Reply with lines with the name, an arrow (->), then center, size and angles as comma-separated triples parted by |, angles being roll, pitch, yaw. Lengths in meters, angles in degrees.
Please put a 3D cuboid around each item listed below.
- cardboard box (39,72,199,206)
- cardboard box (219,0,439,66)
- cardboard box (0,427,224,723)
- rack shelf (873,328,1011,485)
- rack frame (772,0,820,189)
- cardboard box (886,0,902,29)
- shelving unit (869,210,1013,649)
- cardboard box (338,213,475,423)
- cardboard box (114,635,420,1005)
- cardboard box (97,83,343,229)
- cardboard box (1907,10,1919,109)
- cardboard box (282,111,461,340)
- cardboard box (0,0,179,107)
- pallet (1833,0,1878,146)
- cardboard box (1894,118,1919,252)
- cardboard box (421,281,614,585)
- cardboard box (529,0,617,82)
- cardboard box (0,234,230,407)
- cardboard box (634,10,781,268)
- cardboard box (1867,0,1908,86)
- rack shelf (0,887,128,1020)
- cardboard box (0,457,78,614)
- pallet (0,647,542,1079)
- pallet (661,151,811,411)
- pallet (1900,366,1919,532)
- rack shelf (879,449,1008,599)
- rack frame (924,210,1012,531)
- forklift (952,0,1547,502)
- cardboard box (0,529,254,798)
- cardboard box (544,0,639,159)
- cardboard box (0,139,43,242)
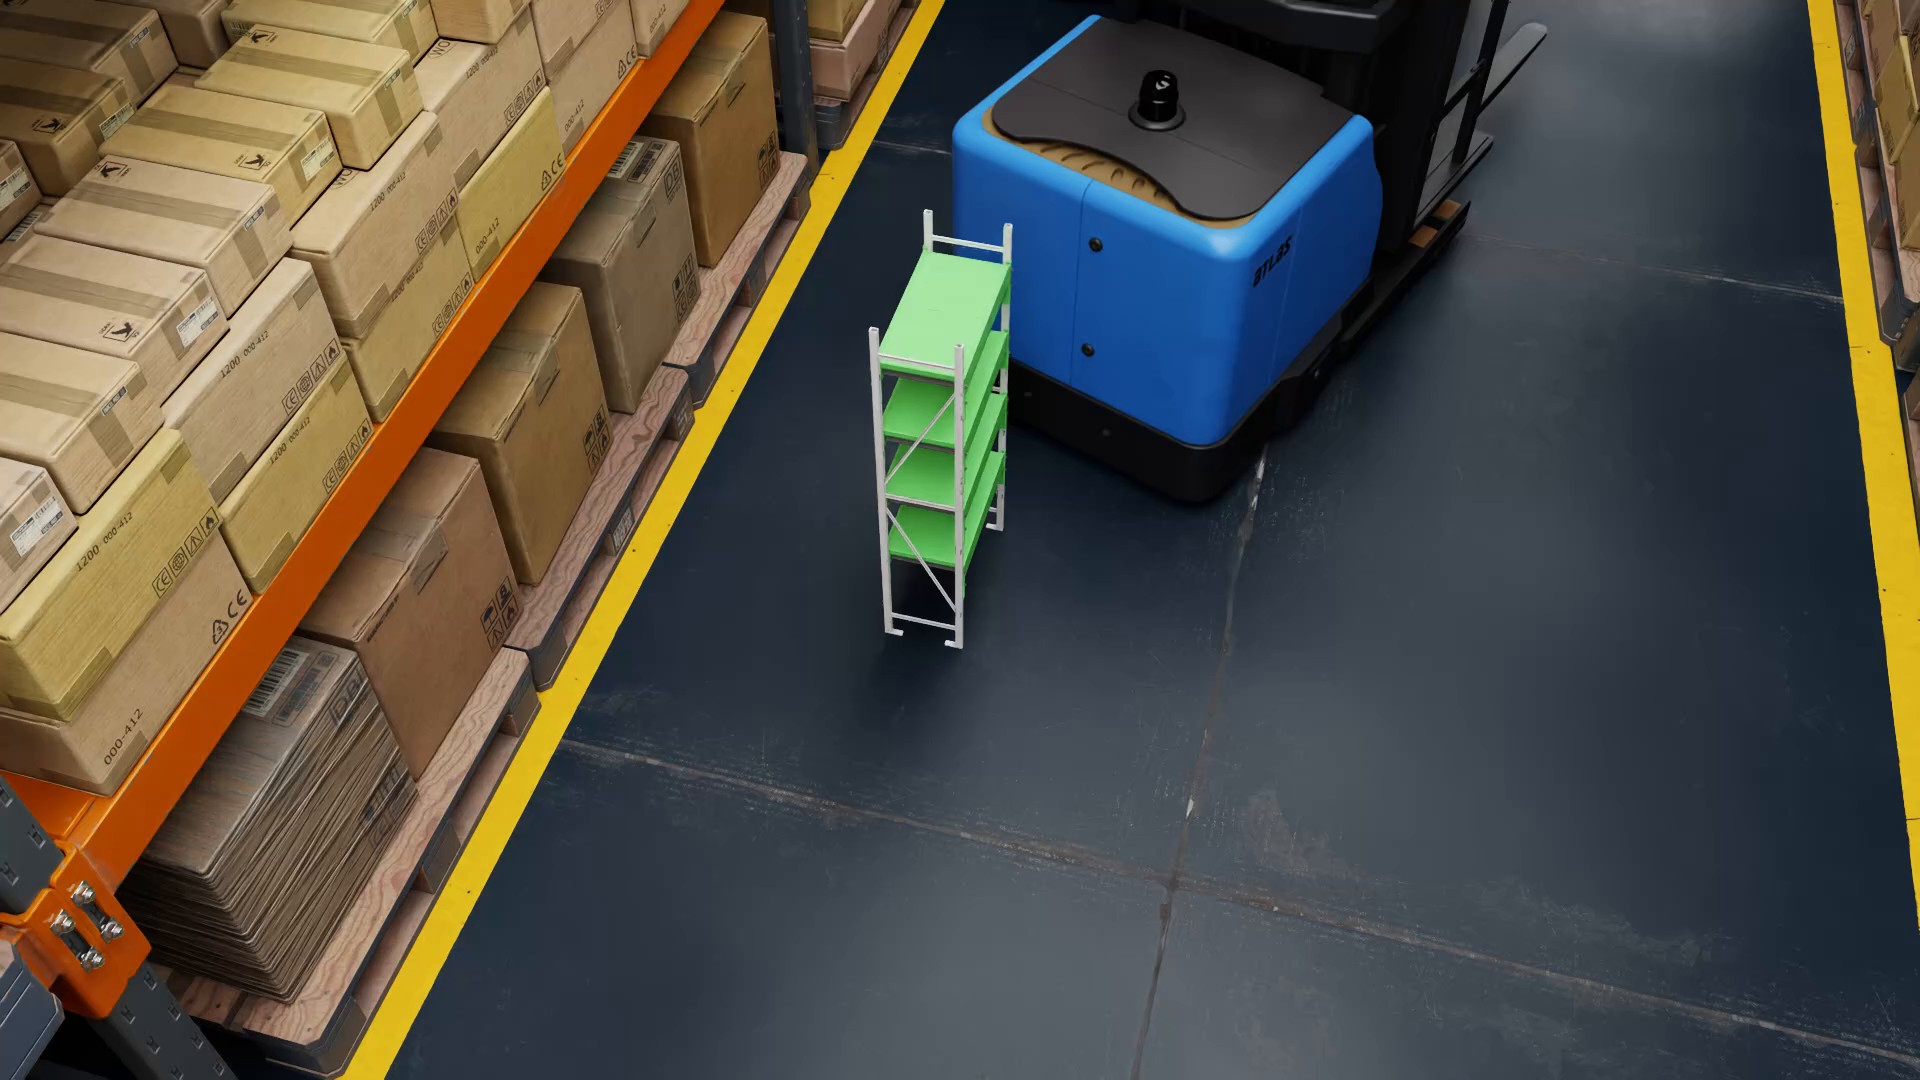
cardboard box -> -1.984, -0.833, 3.751 | 0.500, 0.250, 0.500 | 11, 50, 10
cardboard box -> -1.429, -1.168, 3.781 | 0.380, 0.149, 0.250 | 12, 50, 10
cardboard box -> -1.725, 0.011, 3.006 | 0.500, 0.250, 0.500 | 12, 50, 10
rack shelf -> -0.044, -0.394, 4.562 | 0.258, 0.148, 0.480 | 12, 50, 10
rack frame -> -1.049, -2.499, 5.455 | 1.000, 3.000, 0.127 | 12, 50, 10
cardboard box -> -0.483, -2.383, 6.906 | 0.500, 0.250, 0.500 | 11, 49, 9
shelving unit -> -0.044, -0.277, 4.694 | 0.258, 1.200, 0.503 | 12, 50, 10
cardboard box -> -1.483, -0.565, 3.848 | 0.500, 0.250, 0.500 | 10, 49, 9
cardboard box -> -1.924, 0.593, 4.030 | 0.875, 0.625, 0.625 | 13, 50, 11
cardboard box -> -1.528, -0.789, 3.446 | 0.380, 0.149, 0.250 | 12, 50, 10
cardboard box -> 3.770, -1.848, 5.934 | 0.500, 0.500, 0.500 | 12, 50, 11
cardboard box -> -1.461, -0.731, 3.661 | 0.500, 0.250, 0.500 | 10, 49, 9
cardboard box -> -1.997, -1.077, 3.701 | 0.380, 0.149, 0.250 | 11, 49, 9
pallet -> 4.203, -1.977, 6.854 | 1.003, 0.211, 1.213 | 12, 50, 10
cardboard box -> 3.637, -1.232, 5.890 | 0.500, 0.250, 0.500 | 14, 50, 12
cardboard box -> -1.583, -0.368, 4.878 | 0.875, 0.625, 0.625 | 10, 49, 8
cardboard box -> -1.200, -1.467, 4.310 | 0.500, 0.250, 0.500 | 12, 50, 11
cardboard box -> -1.622, -0.410, 3.112 | 0.380, 0.149, 0.250 | 13, 50, 11
cardboard box -> -1.175, -1.472, 5.852 | 0.875, 0.625, 0.625 | 14, 50, 12
cardboard box -> 3.906, -1.986, 6.556 | 0.500, 0.250, 0.500 | 12, 50, 11
rack shelf -> -2.628, 2.079, 1.894 | 1.077, 0.370, 4.000 | 12, 50, 10
cardboard box -> -1.733, -0.026, 2.773 | 0.380, 0.149, 0.250 | 13, 50, 11
pallet -> -1.847, 0.730, 4.465 | 1.003, 0.211, 1.213 | 12, 50, 10
pallet -> -1.205, -1.035, 6.023 | 1.003, 0.211, 1.213 | 12, 50, 10
pallet -> 3.537, -0.036, 5.141 | 1.003, 0.211, 1.213 | 12, 50, 10
rack shelf -> -0.044, -0.076, 4.922 | 0.258, 0.148, 0.480 | 12, 50, 10
rack frame -> 0.021, -0.454, 4.850 | 0.240, 1.200, 0.015 | 12, 50, 10
forklift -> 1.238, -2.158, 5.199 | 1.130, 2.935, 3.031 | 29, 55, 23
cardboard box -> -1.749, 0.171, 3.198 | 0.500, 0.250, 0.500 | 12, 50, 10
cardboard box -> -1.216, -1.315, 4.510 | 0.500, 0.250, 0.500 | 12, 50, 10
cardboard box -> -2.126, -0.706, 3.373 | 0.380, 0.149, 0.250 | 11, 49, 9
